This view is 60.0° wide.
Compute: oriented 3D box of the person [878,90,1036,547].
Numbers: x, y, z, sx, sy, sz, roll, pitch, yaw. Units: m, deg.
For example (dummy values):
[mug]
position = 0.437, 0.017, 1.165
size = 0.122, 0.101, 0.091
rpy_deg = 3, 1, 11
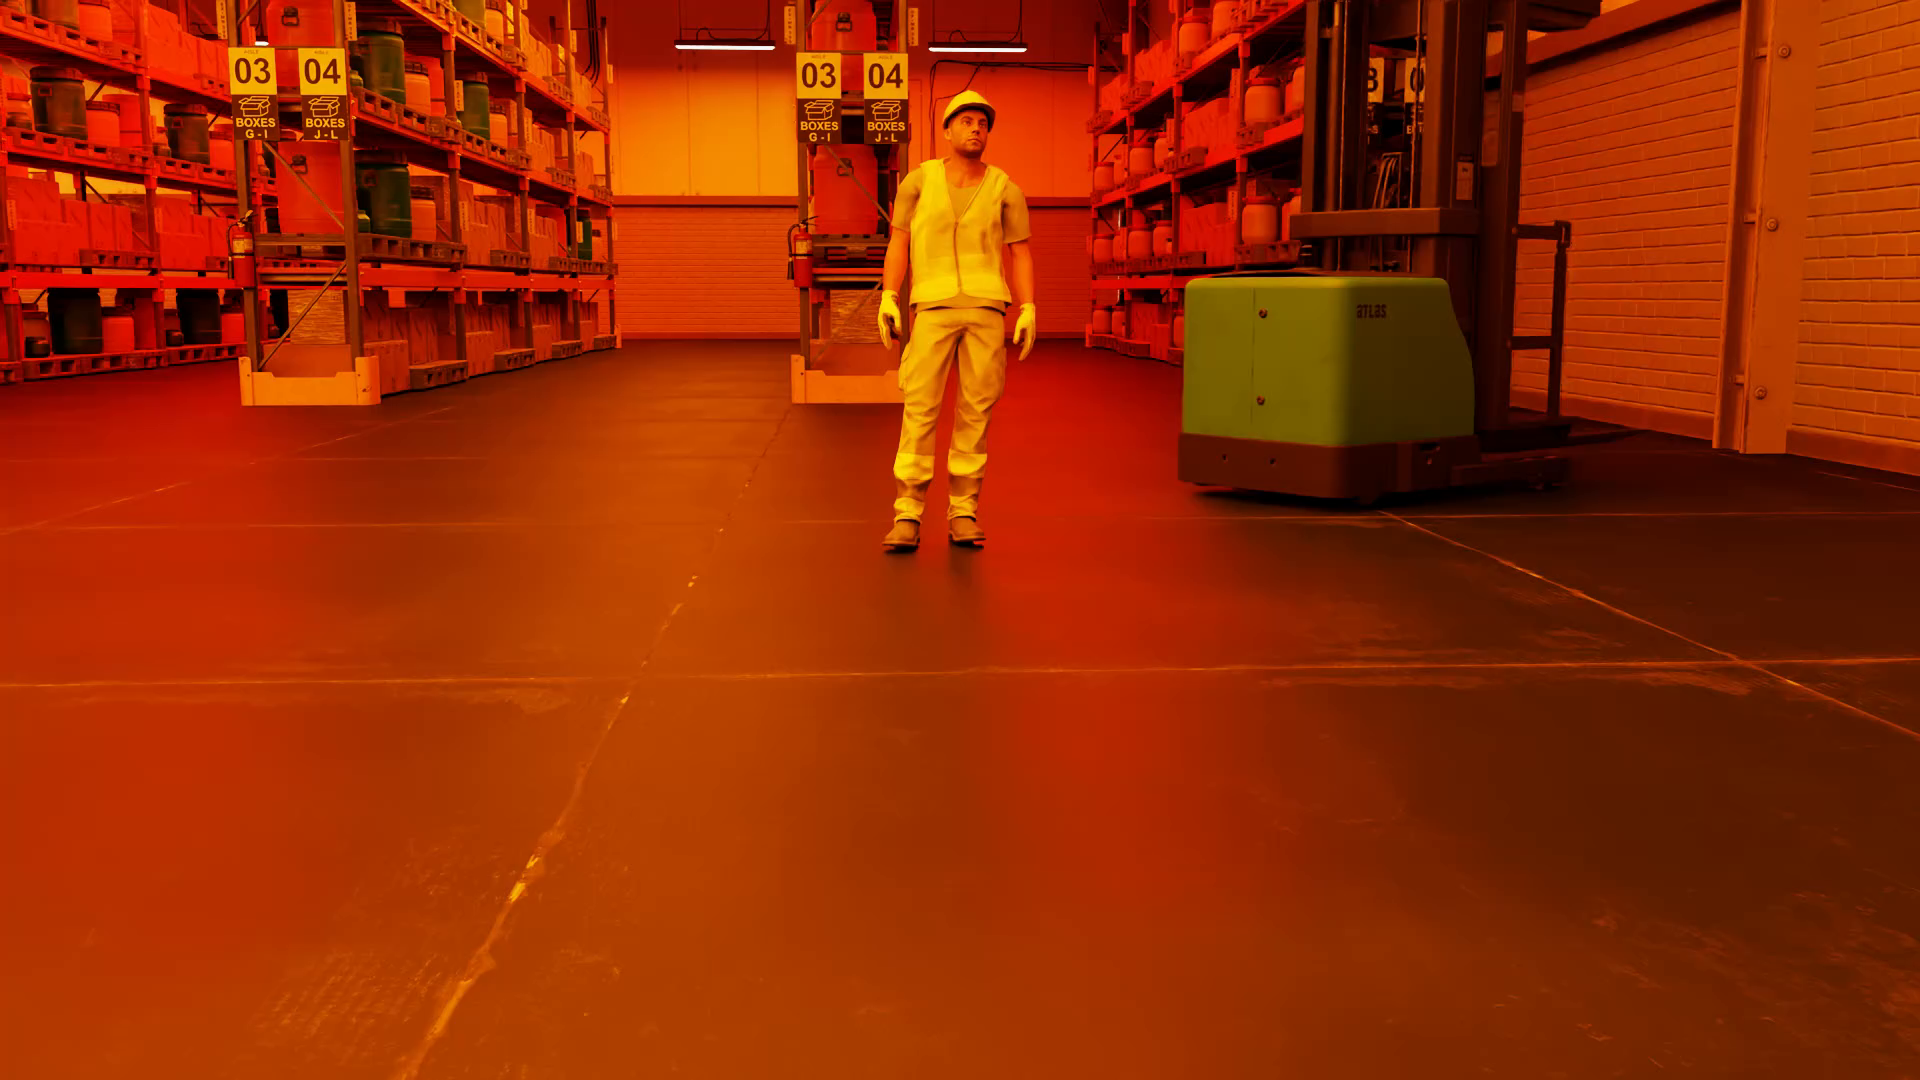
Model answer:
[person]
position = -0.007, -0.880, 6.598
size = 0.638, 1.787, 0.564
rpy_deg = -1, 8, -4

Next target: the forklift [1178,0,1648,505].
[forklift]
position = 2.561, -1.760, 8.683
size = 3.031, 2.935, 1.130
rpy_deg = -7, 11, -38
